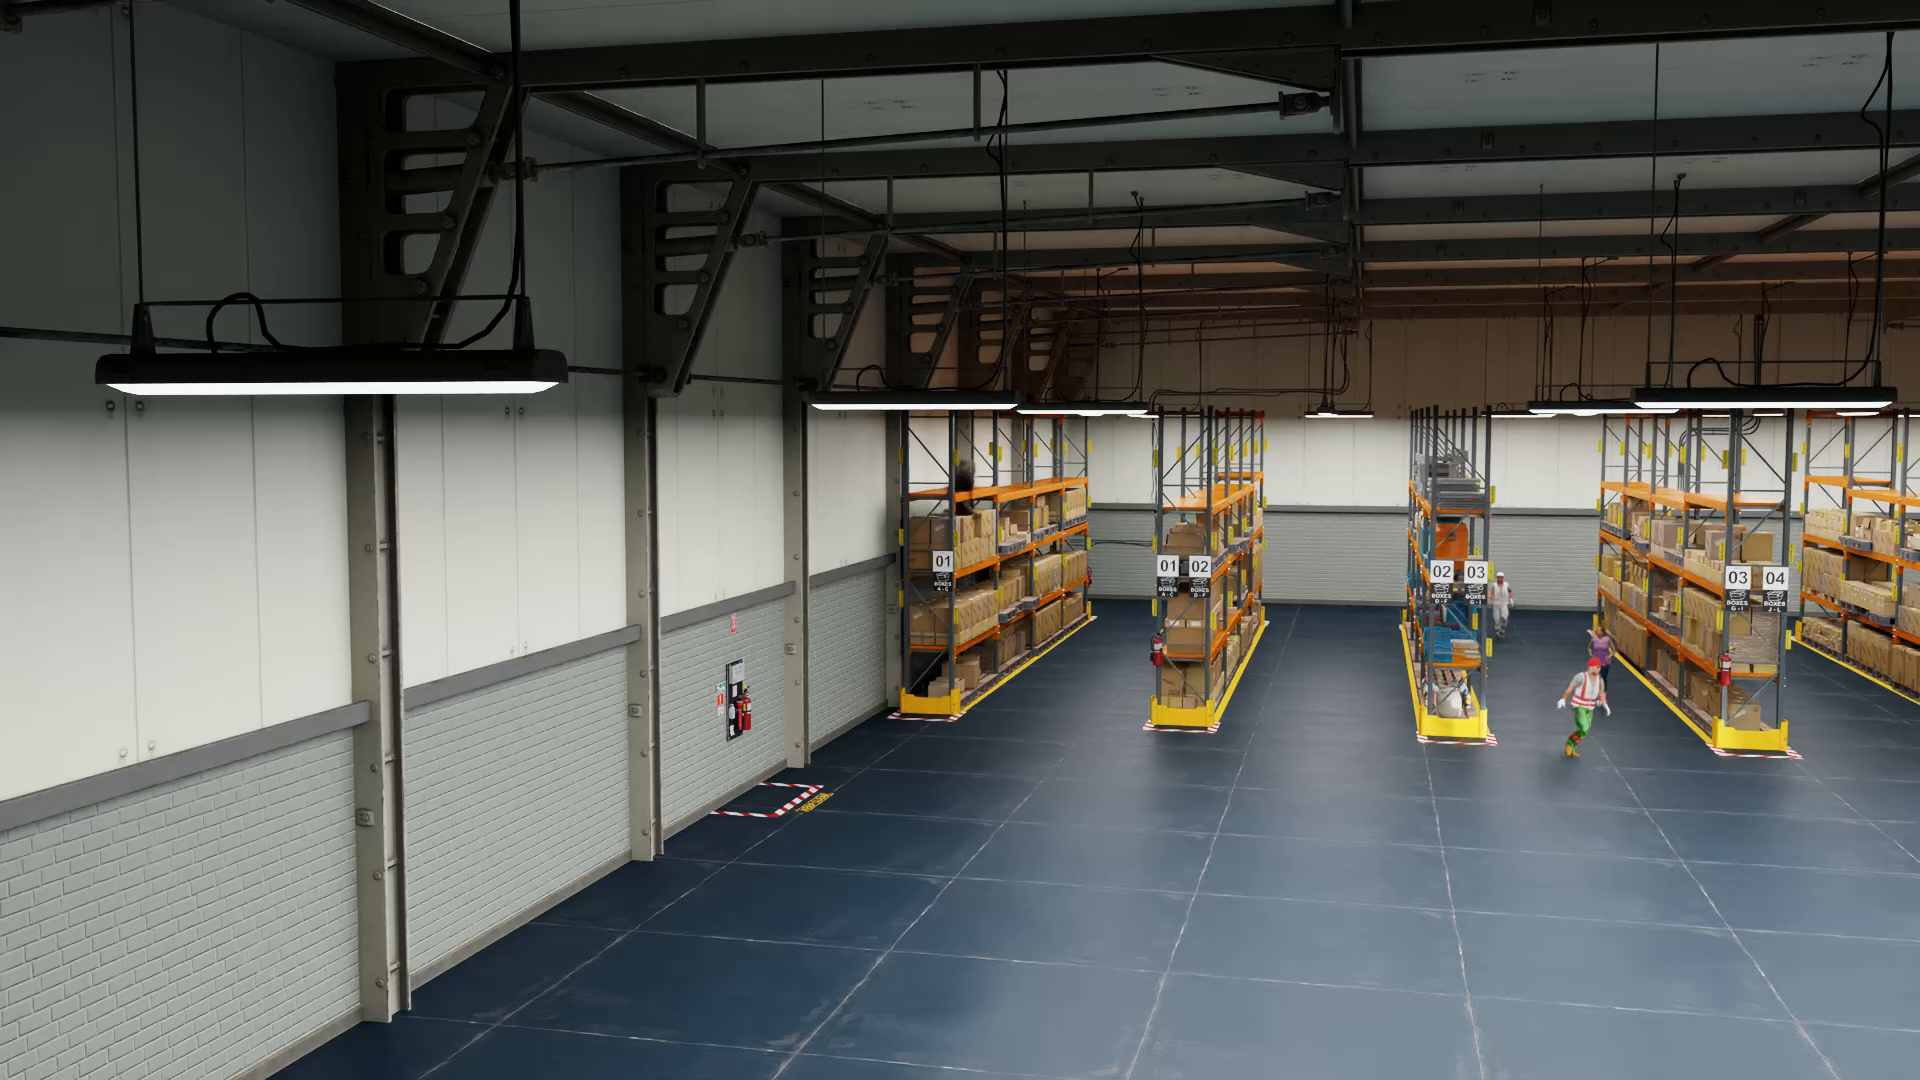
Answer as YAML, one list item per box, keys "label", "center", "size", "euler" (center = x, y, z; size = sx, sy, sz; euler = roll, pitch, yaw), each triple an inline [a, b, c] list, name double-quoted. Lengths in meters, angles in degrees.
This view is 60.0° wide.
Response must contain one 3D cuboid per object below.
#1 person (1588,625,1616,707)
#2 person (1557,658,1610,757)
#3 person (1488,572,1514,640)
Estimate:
- label: "person"
  center: [12.969, 2.523, 33.631]
  size: [0.533, 1.626, 0.734]
  euler: [1, 4, 19]
- label: "person"
  center: [10.572, 2.833, 28.121]
  size: [0.629, 1.724, 0.716]
  euler: [-2, 4, -23]
- label: "person"
  center: [14.127, 1.717, 43.422]
  size: [0.652, 1.766, 0.771]
  euler: [1, 4, 14]
